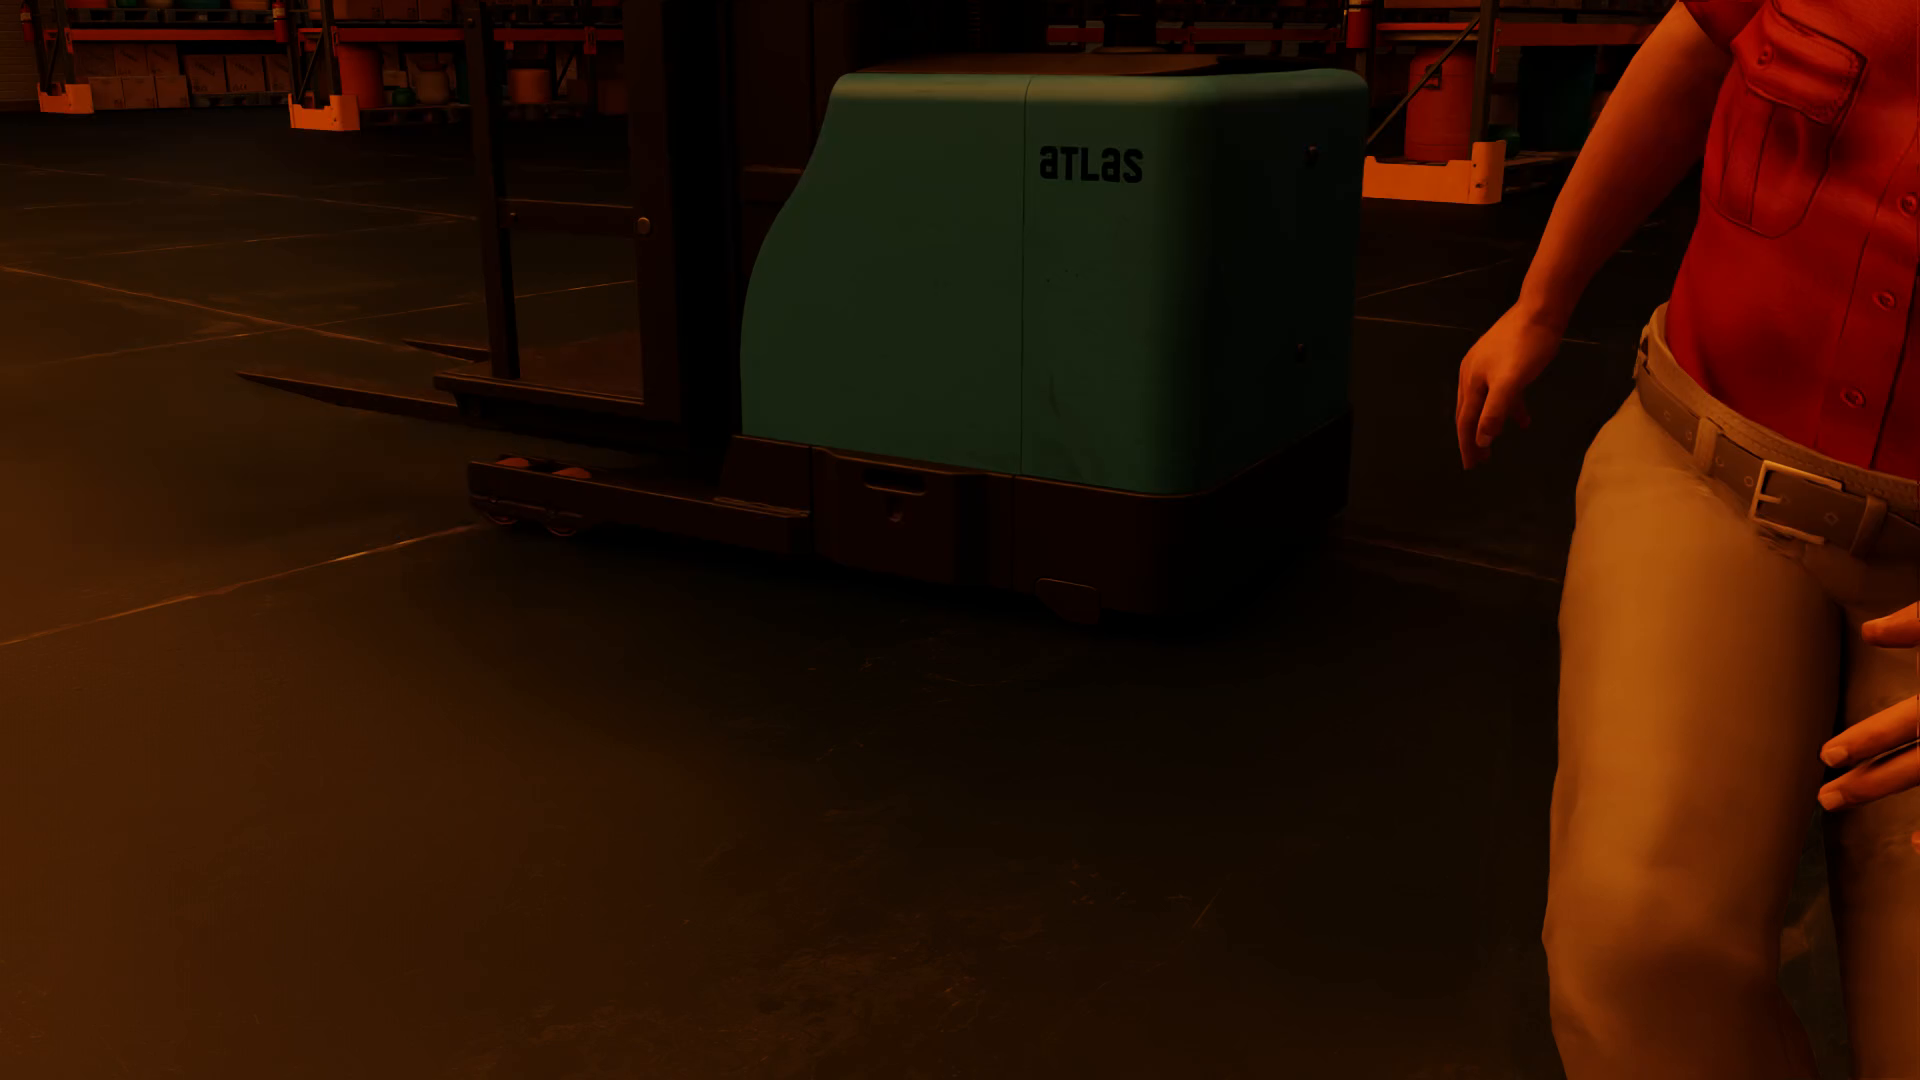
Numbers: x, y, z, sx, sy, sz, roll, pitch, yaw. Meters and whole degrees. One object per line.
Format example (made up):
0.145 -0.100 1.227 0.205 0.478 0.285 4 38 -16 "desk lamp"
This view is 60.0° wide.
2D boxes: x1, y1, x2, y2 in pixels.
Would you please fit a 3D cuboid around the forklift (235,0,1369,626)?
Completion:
-0.604 -1.529 3.933 3.031 2.935 1.130 10 19 29 "forklift"
